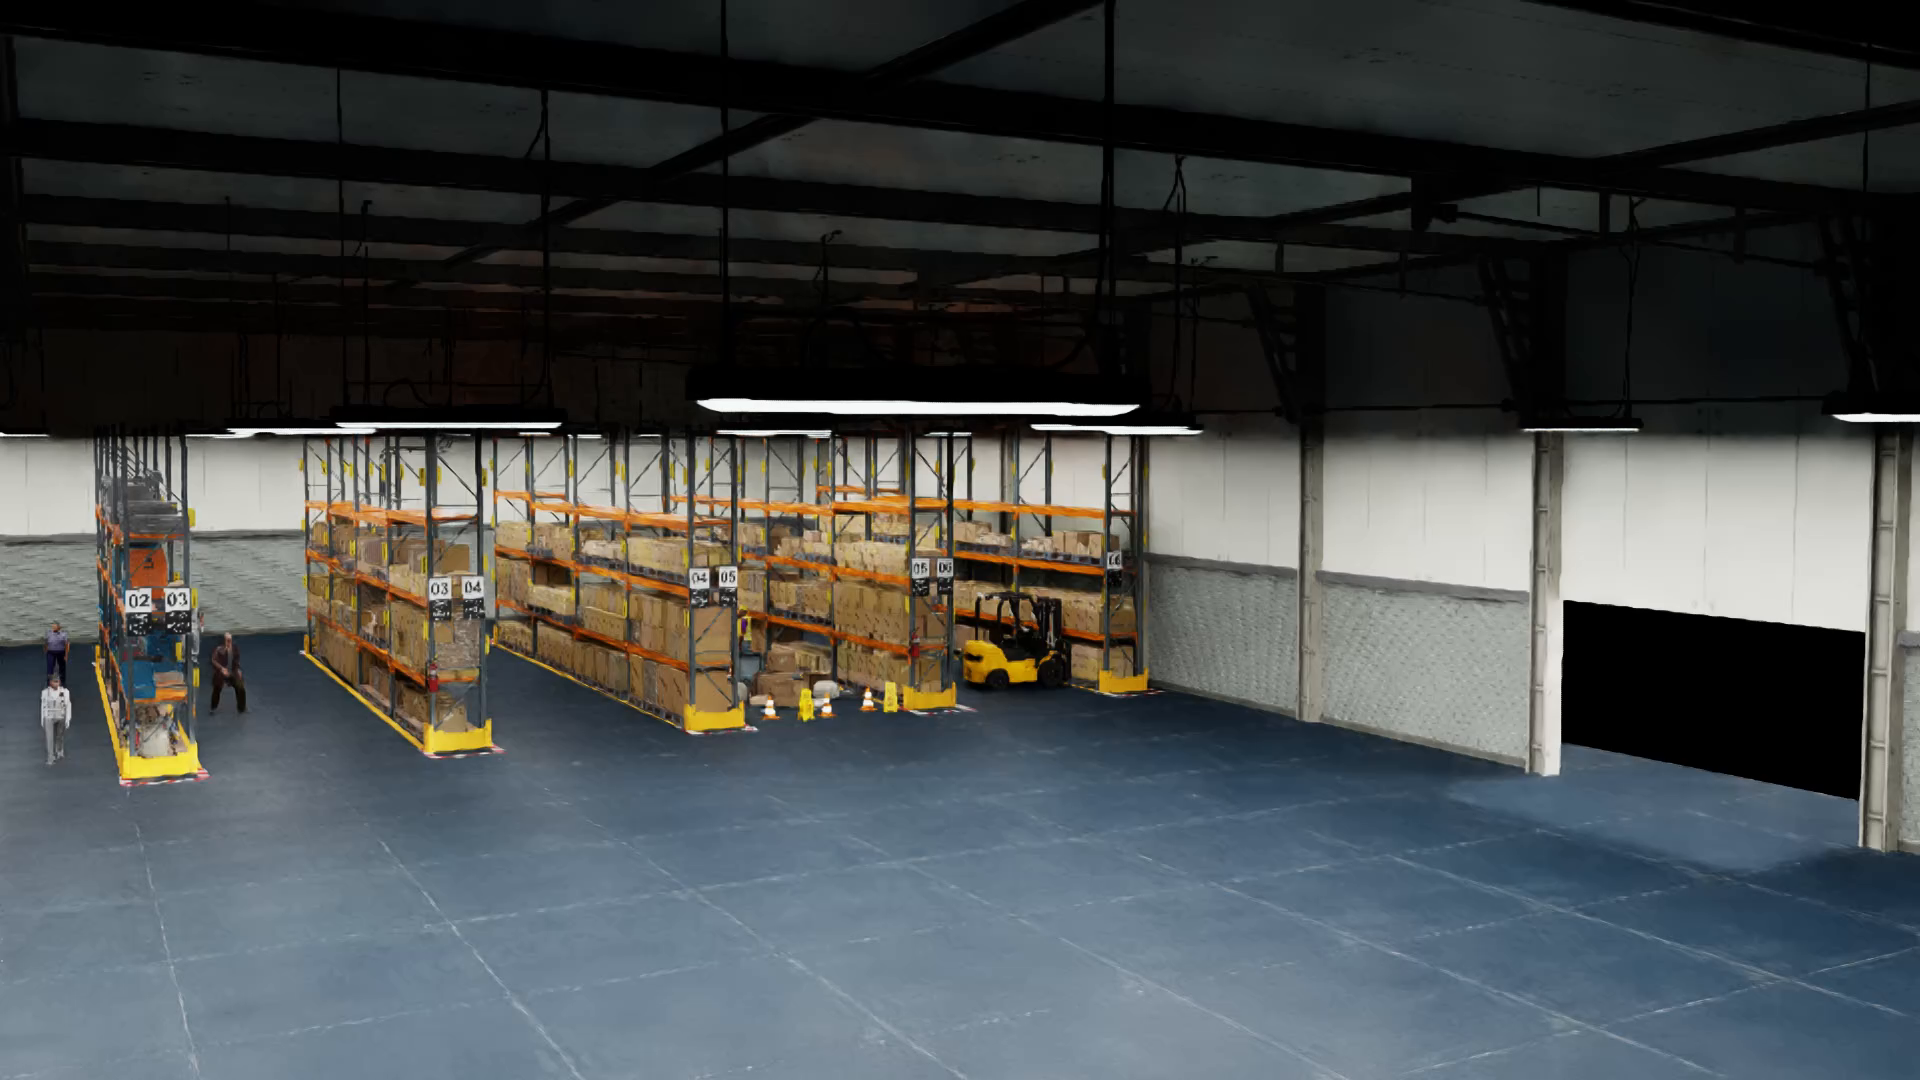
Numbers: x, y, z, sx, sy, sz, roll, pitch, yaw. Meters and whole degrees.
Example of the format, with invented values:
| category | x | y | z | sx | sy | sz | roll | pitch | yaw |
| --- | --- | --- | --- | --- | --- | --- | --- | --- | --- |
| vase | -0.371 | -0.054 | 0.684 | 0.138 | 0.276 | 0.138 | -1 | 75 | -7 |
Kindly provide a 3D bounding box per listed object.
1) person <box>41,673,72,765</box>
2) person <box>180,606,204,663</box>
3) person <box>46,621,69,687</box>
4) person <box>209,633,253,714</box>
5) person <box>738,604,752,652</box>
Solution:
| category | x | y | z | sx | sy | sz | roll | pitch | yaw |
| --- | --- | --- | --- | --- | --- | --- | --- | --- | --- |
| person | -15.961 | 3.128 | 29.380 | 0.488 | 1.590 | 1.070 | -2 | 4 | -31 |
| person | -19.638 | 2.294 | 42.413 | 0.677 | 1.742 | 0.552 | -2 | 4 | -30 |
| person | -20.662 | 2.620 | 38.067 | 0.481 | 1.563 | 1.084 | -2 | 4 | -26 |
| person | -15.226 | 2.765 | 34.516 | 0.904 | 1.712 | 0.735 | 3 | 5 | 45 |
| person | -5.211 | 2.414 | 39.831 | 0.580 | 1.763 | 0.673 | 0 | 3 | -2 |
